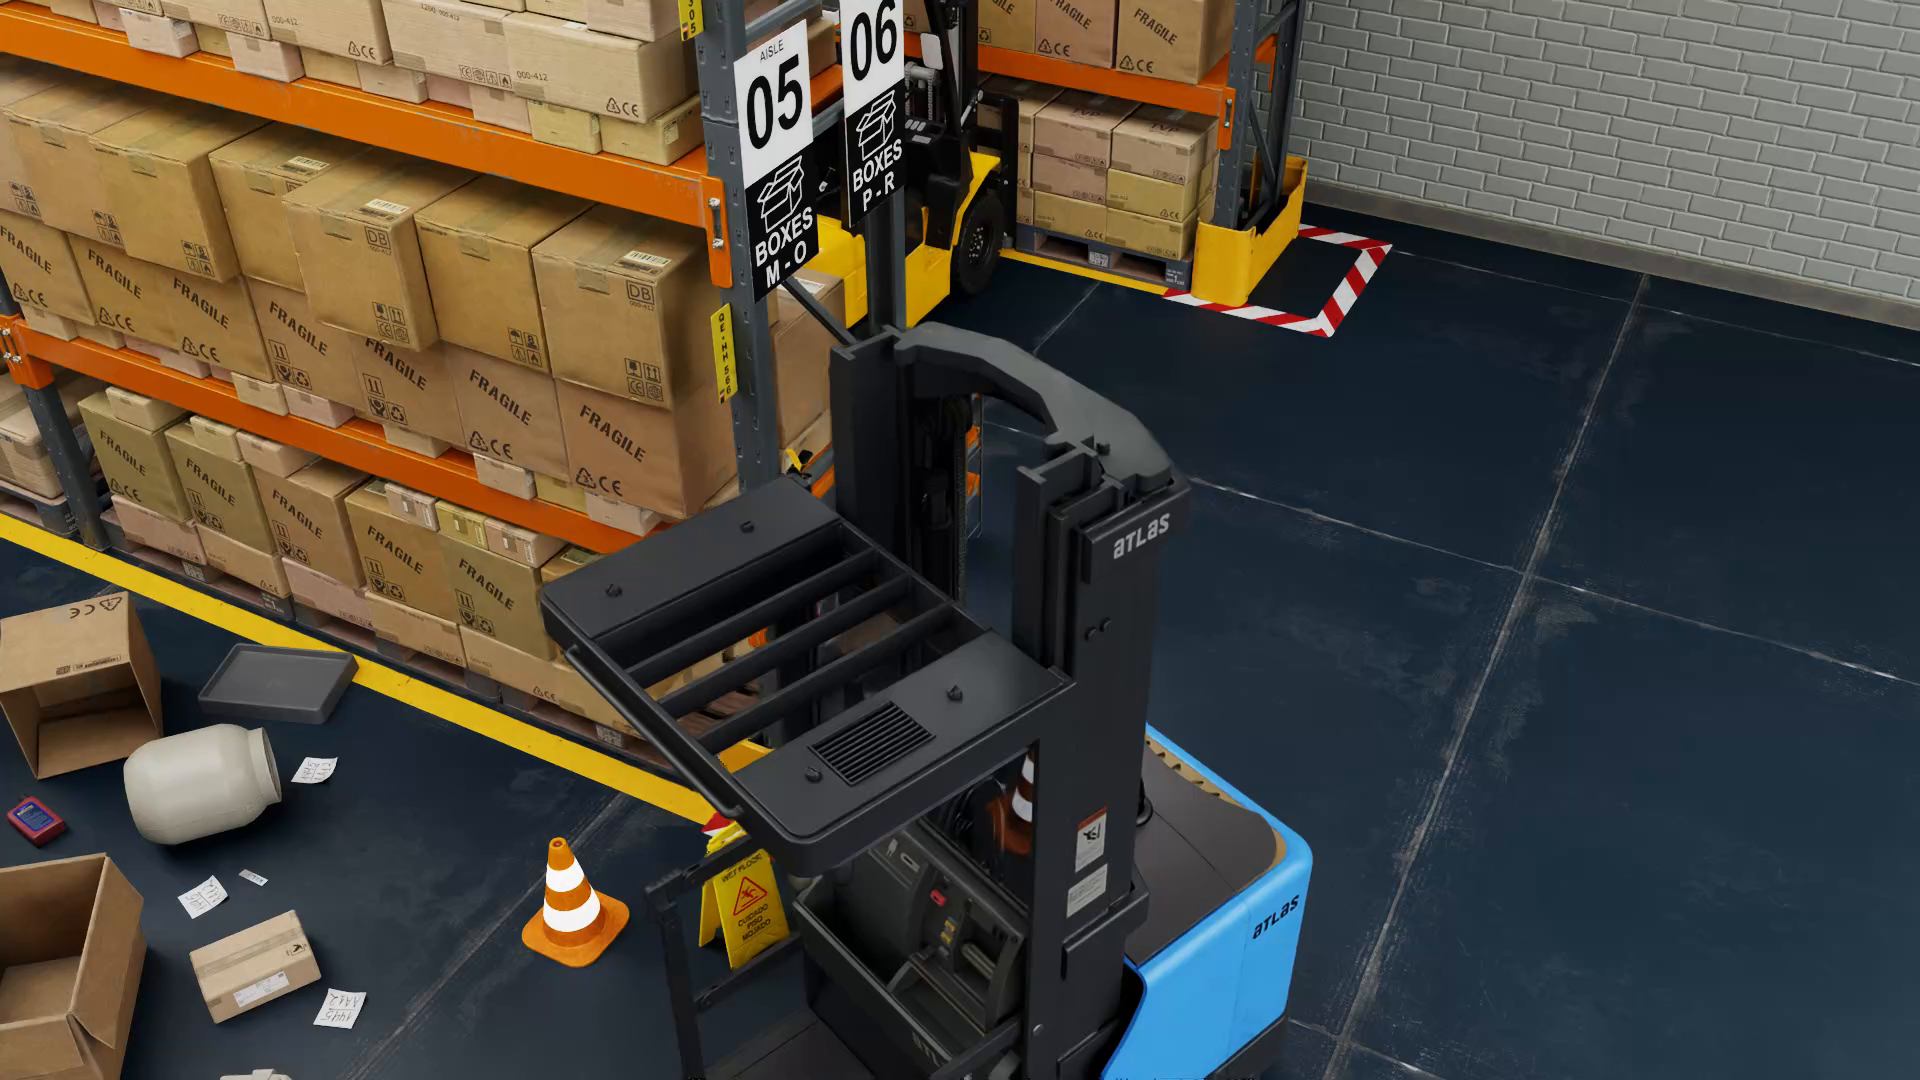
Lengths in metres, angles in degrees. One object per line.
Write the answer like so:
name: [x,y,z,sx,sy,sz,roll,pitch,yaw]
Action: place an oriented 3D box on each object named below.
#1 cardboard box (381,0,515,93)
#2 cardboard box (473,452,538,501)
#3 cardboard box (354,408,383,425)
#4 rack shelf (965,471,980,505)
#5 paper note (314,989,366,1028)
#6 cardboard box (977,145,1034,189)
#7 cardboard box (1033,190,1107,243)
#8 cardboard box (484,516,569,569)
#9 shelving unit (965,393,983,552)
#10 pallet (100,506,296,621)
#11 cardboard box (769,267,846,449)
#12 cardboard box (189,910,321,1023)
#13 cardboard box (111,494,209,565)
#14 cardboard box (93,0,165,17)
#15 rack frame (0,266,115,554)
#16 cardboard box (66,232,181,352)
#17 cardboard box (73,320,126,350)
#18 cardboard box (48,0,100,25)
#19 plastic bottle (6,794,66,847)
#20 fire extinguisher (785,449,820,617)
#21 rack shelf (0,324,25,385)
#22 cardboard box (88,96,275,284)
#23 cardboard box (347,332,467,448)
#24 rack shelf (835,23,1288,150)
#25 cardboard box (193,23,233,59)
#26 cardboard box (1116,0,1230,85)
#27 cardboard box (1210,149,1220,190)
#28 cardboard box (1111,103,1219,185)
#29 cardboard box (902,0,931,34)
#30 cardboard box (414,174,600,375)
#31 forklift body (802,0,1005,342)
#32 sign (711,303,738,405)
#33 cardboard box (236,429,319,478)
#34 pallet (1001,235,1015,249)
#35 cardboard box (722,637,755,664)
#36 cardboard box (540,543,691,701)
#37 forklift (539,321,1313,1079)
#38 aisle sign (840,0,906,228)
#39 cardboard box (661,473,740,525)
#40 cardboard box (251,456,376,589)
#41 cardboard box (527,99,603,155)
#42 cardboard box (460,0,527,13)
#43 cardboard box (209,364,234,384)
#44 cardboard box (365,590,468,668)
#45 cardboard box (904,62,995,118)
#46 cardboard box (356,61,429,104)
cardboard box: [-1.500,-1.699,5.405,0.500,0.250,0.500,17,40,21]
cardboard box: [-1.649,-0.339,6.423,0.250,0.149,0.380,18,41,22]
cardboard box: [-2.261,-0.625,6.800,0.250,0.149,0.380,17,41,21]
rack shelf: [-0.048,-0.203,8.127,0.240,0.259,0.215,17,41,21]
paper note: [-2.237,1.688,6.001,0.142,0.019,0.148,4,37,6]
cardboard box: [0.313,-2.483,10.553,0.500,0.250,0.500,16,40,20]
cardboard box: [0.798,-2.143,10.519,0.500,0.250,0.500,17,41,21]
cardboard box: [-1.670,-0.078,6.642,0.250,0.149,0.380,19,41,23]
shelving unit: [-0.048,-0.433,7.952,0.252,1.050,0.215,17,41,21]
pallet: [-3.421,-0.134,8.252,1.213,0.211,1.003,17,41,21]
cardboard box: [-0.775,-0.739,6.414,0.500,0.500,0.500,17,40,21]
cardboard box: [-2.574,1.555,6.078,0.380,0.149,0.250,-21,42,-25]
cardboard box: [-3.634,-0.176,7.927,0.500,0.250,0.500,16,40,19]
cardboard box: [-2.868,-2.112,5.949,0.500,0.250,0.500,18,41,22]
rack frame: [-4.034,-1.413,7.630,0.127,3.000,1.000,17,41,21]
cardboard box: [-3.315,-1.172,6.984,0.500,0.500,0.500,17,40,21]
cardboard box: [-3.653,-1.010,7.308,0.250,0.149,0.380,19,41,23]
cardboard box: [-3.188,-2.086,6.244,0.250,0.149,0.380,19,41,23]
plastic bottle: [-3.750,1.123,6.719,0.283,0.061,0.133,25,44,29]
fire extinguisher: [-0.592,0.010,5.820,0.183,0.674,0.296,17,41,21]
rack shelf: [-5.810,-1.682,8.580,4.000,0.370,1.077,17,41,21]
cardboard box: [-2.866,-1.423,6.487,0.500,0.500,0.700,17,40,21]
cardboard box: [-1.976,-0.744,6.421,0.500,0.500,0.500,17,40,21]
rack shelf: [0.022,-3.236,10.627,4.000,0.370,1.077,17,41,21]
cardboard box: [-2.499,-1.859,5.945,0.250,0.149,0.380,18,41,22]
cardboard box: [1.240,-3.002,9.641,0.500,0.500,0.500,16,40,21]
cardboard box: [1.476,-2.480,10.549,0.500,0.250,0.500,18,41,22]
cardboard box: [1.245,-2.397,10.027,0.500,0.250,0.500,19,41,23]
cardboard box: [-0.123,-3.428,10.202,0.500,0.500,0.500,18,41,22]
cardboard box: [-1.482,-1.027,5.966,0.500,0.500,0.700,18,41,22]
forklift body: [-0.725,-2.176,9.338,1.214,2.155,2.313,17,41,21]
sign: [-0.755,-0.595,5.334,0.005,0.325,0.100,17,41,21]
cardboard box: [-2.853,-0.451,7.133,0.250,0.149,0.380,20,41,24]
pallet: [0.020,-2.386,11.218,1.213,0.211,1.003,17,41,21]
cardboard box: [-1.071,0.255,7.360,0.500,0.250,0.500,17,40,21]
cardboard box: [-1.313,0.246,6.752,0.500,0.500,0.500,18,41,22]
forklift: [-0.323,1.005,4.501,3.031,2.935,1.130,-27,45,-31]
aisle sign: [-0.284,-1.485,5.575,0.004,0.787,0.394,17,41,21]
cardboard box: [-0.912,-0.190,6.227,0.250,0.149,0.380,19,41,23]
cardboard box: [-2.694,-0.187,7.322,0.500,0.500,0.500,20,41,24]
cardboard box: [-1.163,-1.396,5.335,0.250,0.149,0.380,18,41,22]
cardboard box: [-1.364,-1.802,5.210,0.250,0.149,0.380,17,40,21]
cardboard box: [-2.949,-0.808,7.042,0.250,0.149,0.380,17,40,21]
cardboard box: [-2.247,0.256,7.358,0.500,0.250,0.500,16,40,20]
cardboard box: [-0.110,-2.816,10.579,0.500,0.250,0.500,17,40,21]
cardboard box: [-1.821,-1.638,5.654,0.250,0.149,0.380,17,40,21]
